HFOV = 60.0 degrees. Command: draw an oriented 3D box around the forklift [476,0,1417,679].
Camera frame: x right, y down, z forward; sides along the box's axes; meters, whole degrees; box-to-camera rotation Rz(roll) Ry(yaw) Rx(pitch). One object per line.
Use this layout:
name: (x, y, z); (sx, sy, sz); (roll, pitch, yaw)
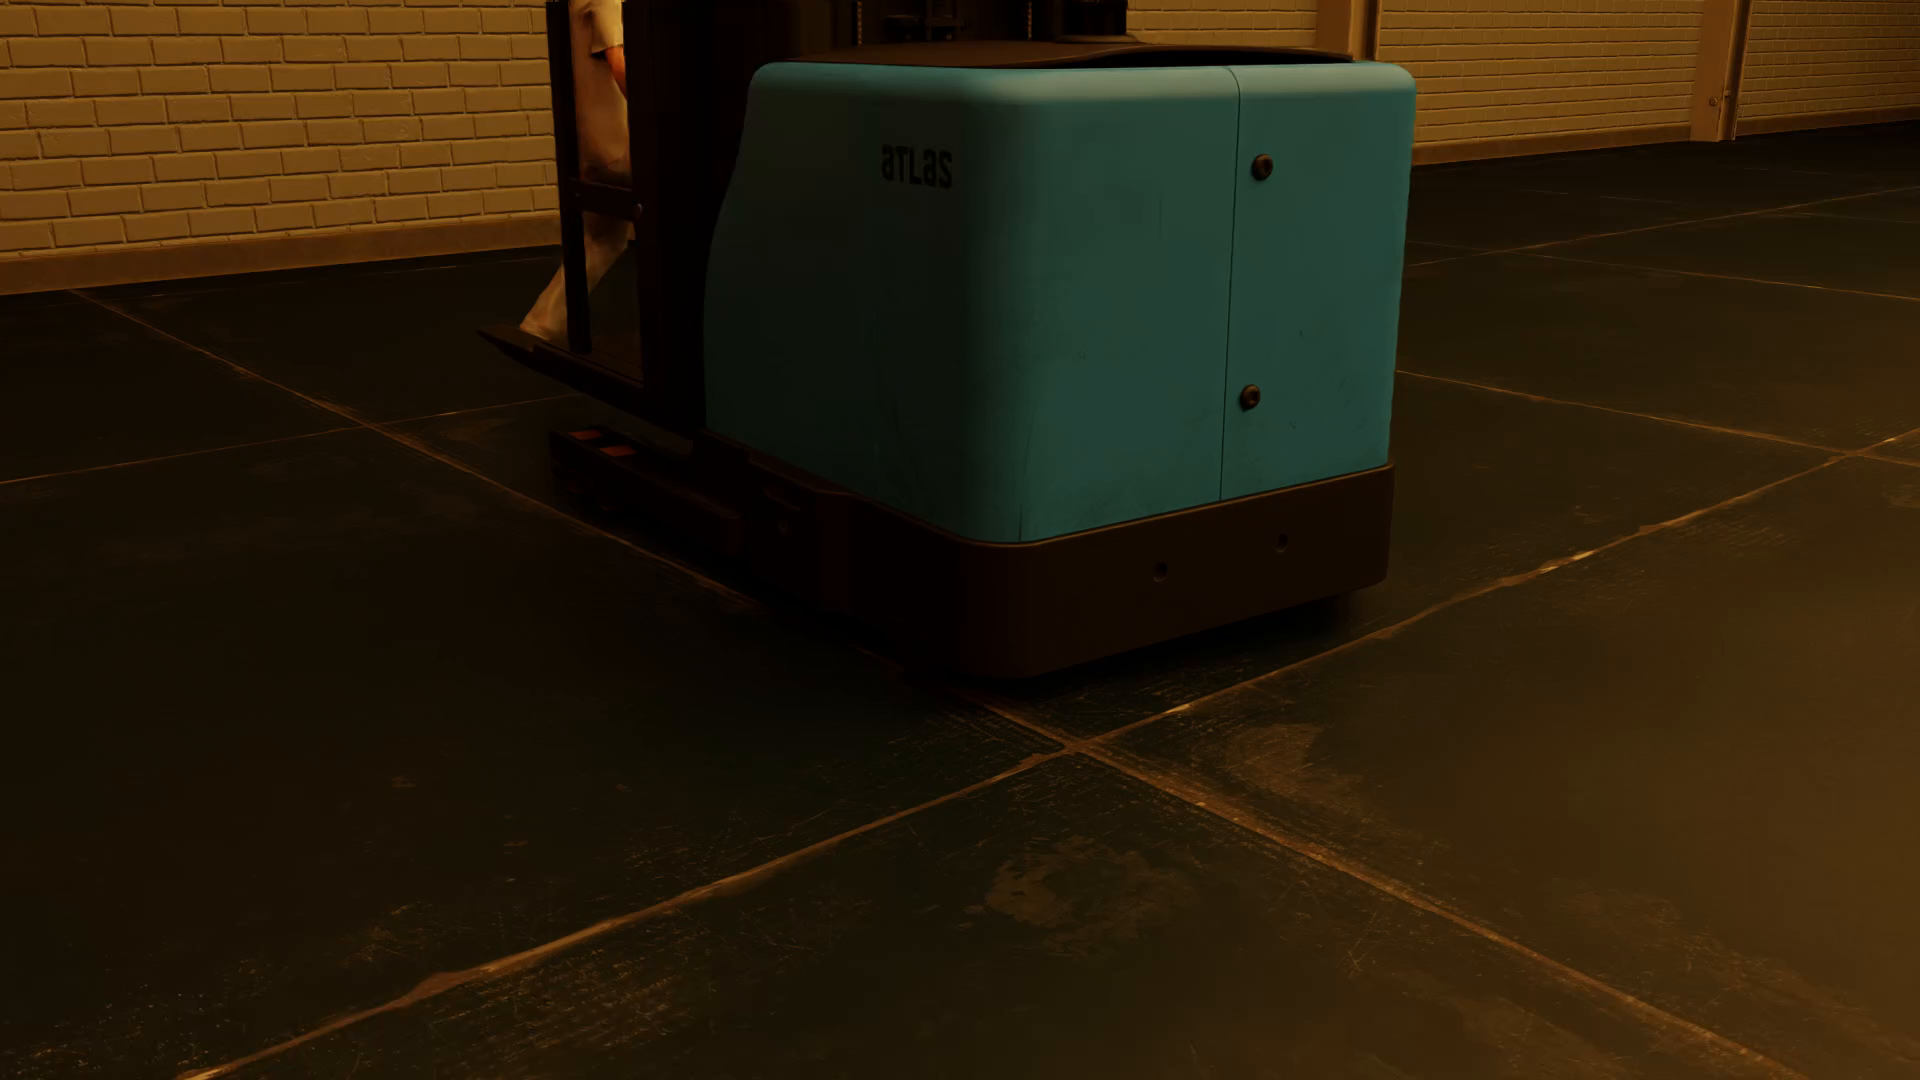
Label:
forklift: (-0.384, -1.539, 3.860); (1.130, 2.935, 3.031); (-12, 21, -33)

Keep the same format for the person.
person: (-1.137, -1.342, 5.658); (0.752, 1.535, 0.879); (-9, 20, -27)
